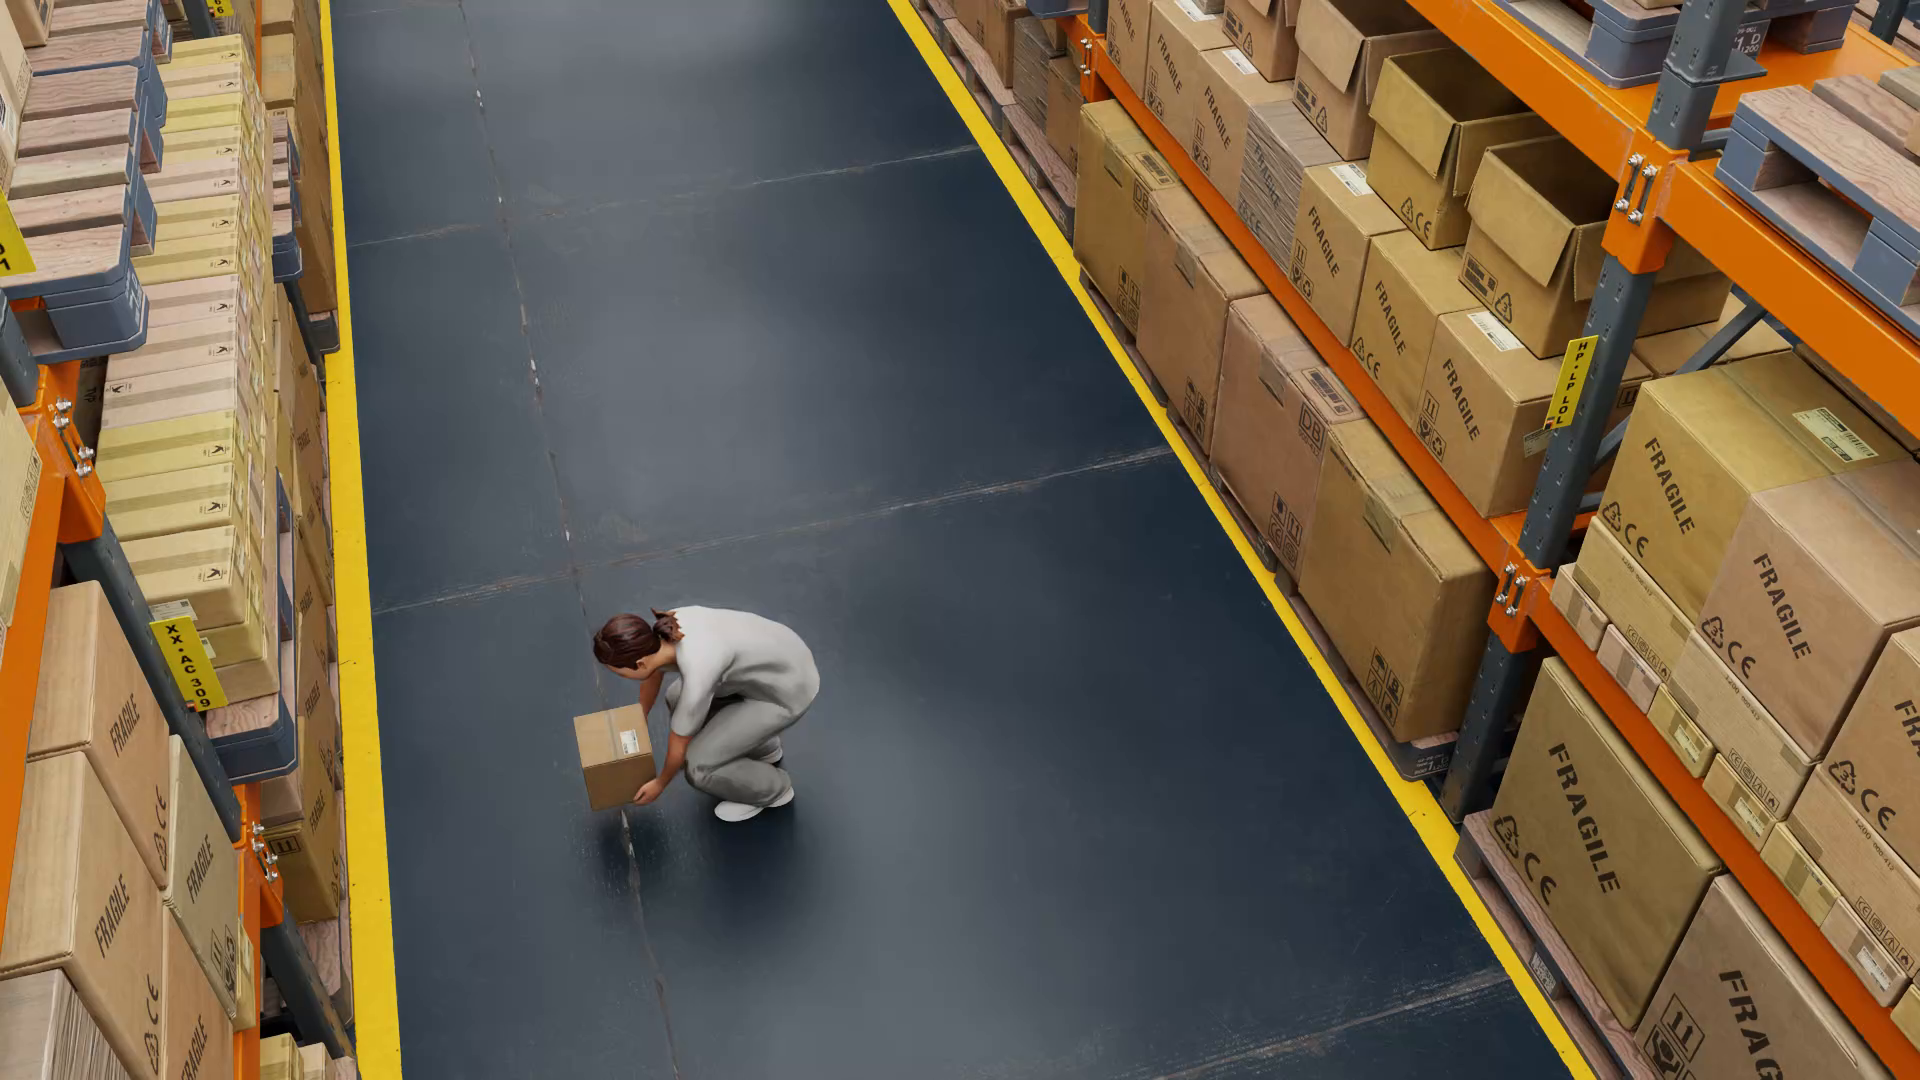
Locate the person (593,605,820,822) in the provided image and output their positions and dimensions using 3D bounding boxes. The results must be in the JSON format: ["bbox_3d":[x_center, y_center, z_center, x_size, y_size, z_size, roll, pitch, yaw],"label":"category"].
[{"bbox_3d":[-0.880,0.587,5.987,0.761,1.047,0.492,-12,44,-13],"label":"person"}]
